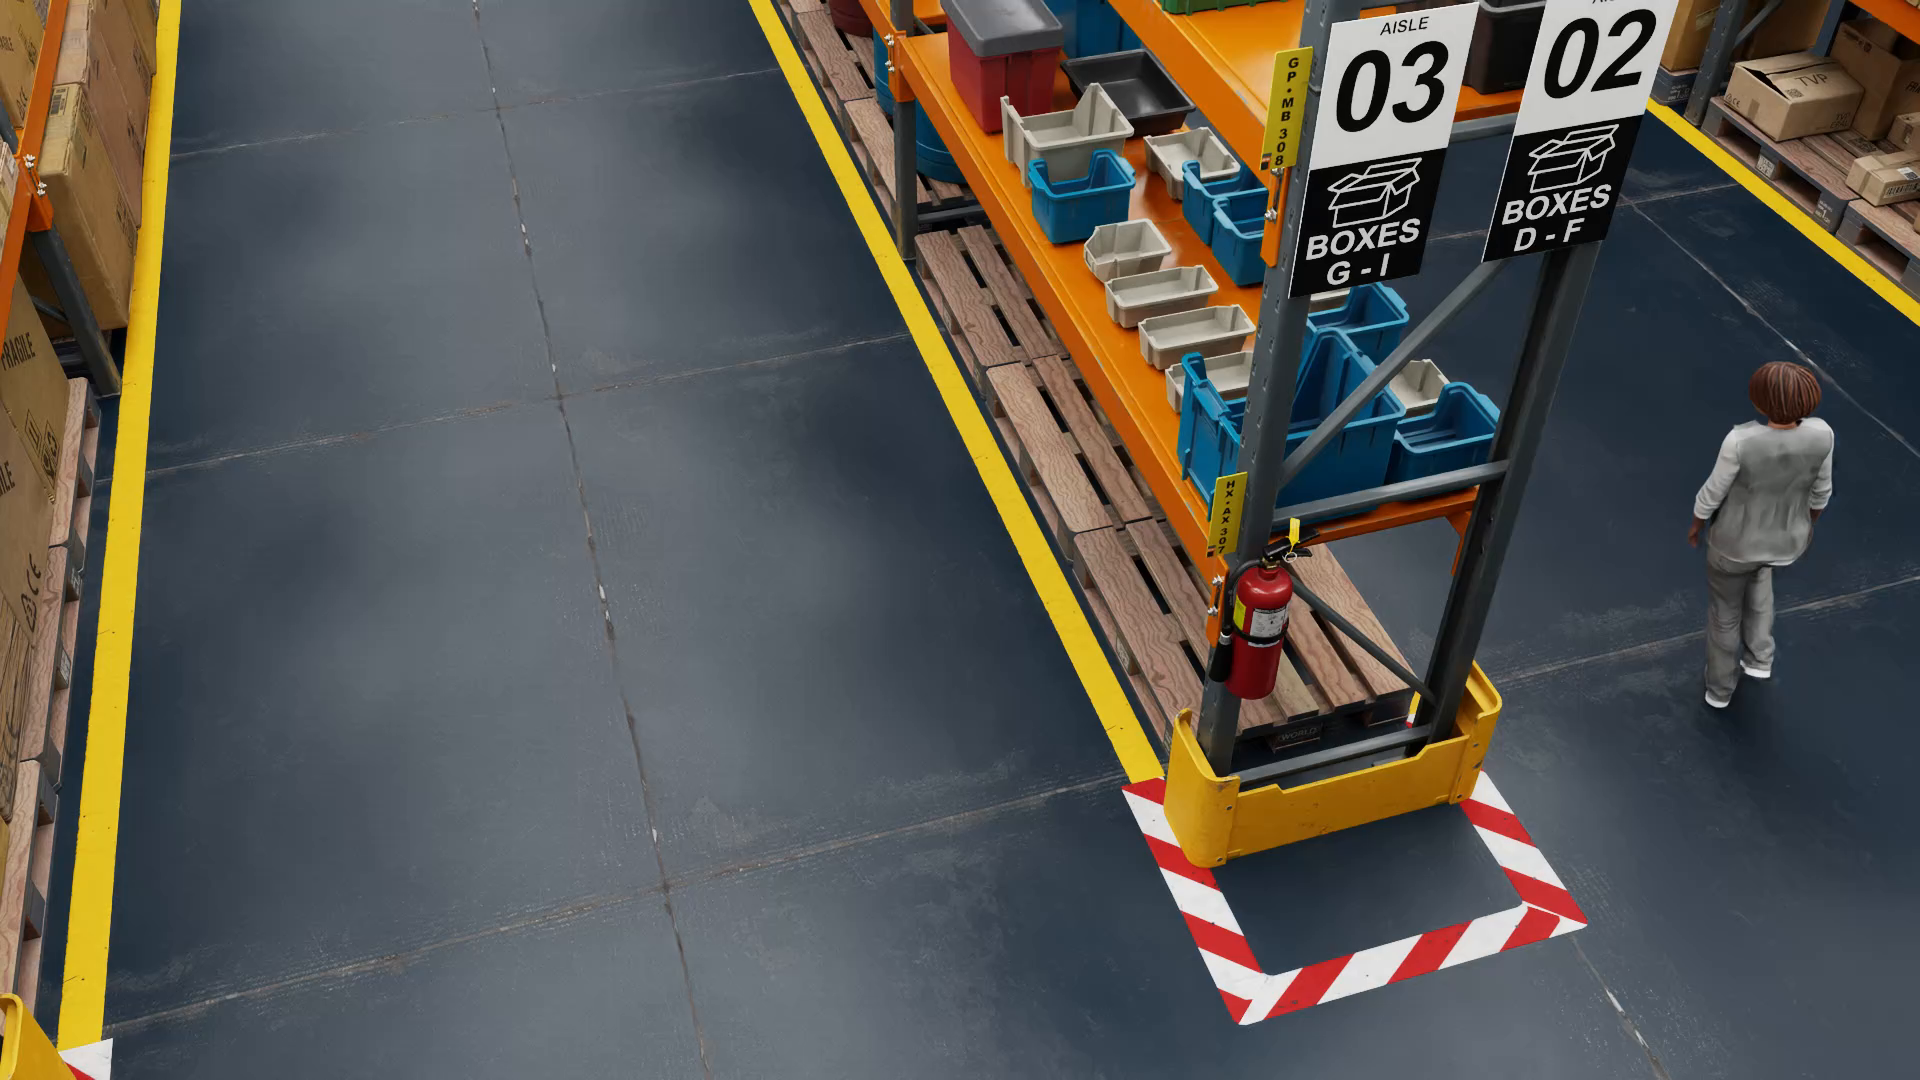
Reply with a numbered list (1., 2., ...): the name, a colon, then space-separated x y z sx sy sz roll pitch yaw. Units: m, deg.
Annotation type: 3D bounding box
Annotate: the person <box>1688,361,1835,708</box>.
1. person: 2.947 -0.021 6.170 0.549 1.582 0.409 2 43 3
